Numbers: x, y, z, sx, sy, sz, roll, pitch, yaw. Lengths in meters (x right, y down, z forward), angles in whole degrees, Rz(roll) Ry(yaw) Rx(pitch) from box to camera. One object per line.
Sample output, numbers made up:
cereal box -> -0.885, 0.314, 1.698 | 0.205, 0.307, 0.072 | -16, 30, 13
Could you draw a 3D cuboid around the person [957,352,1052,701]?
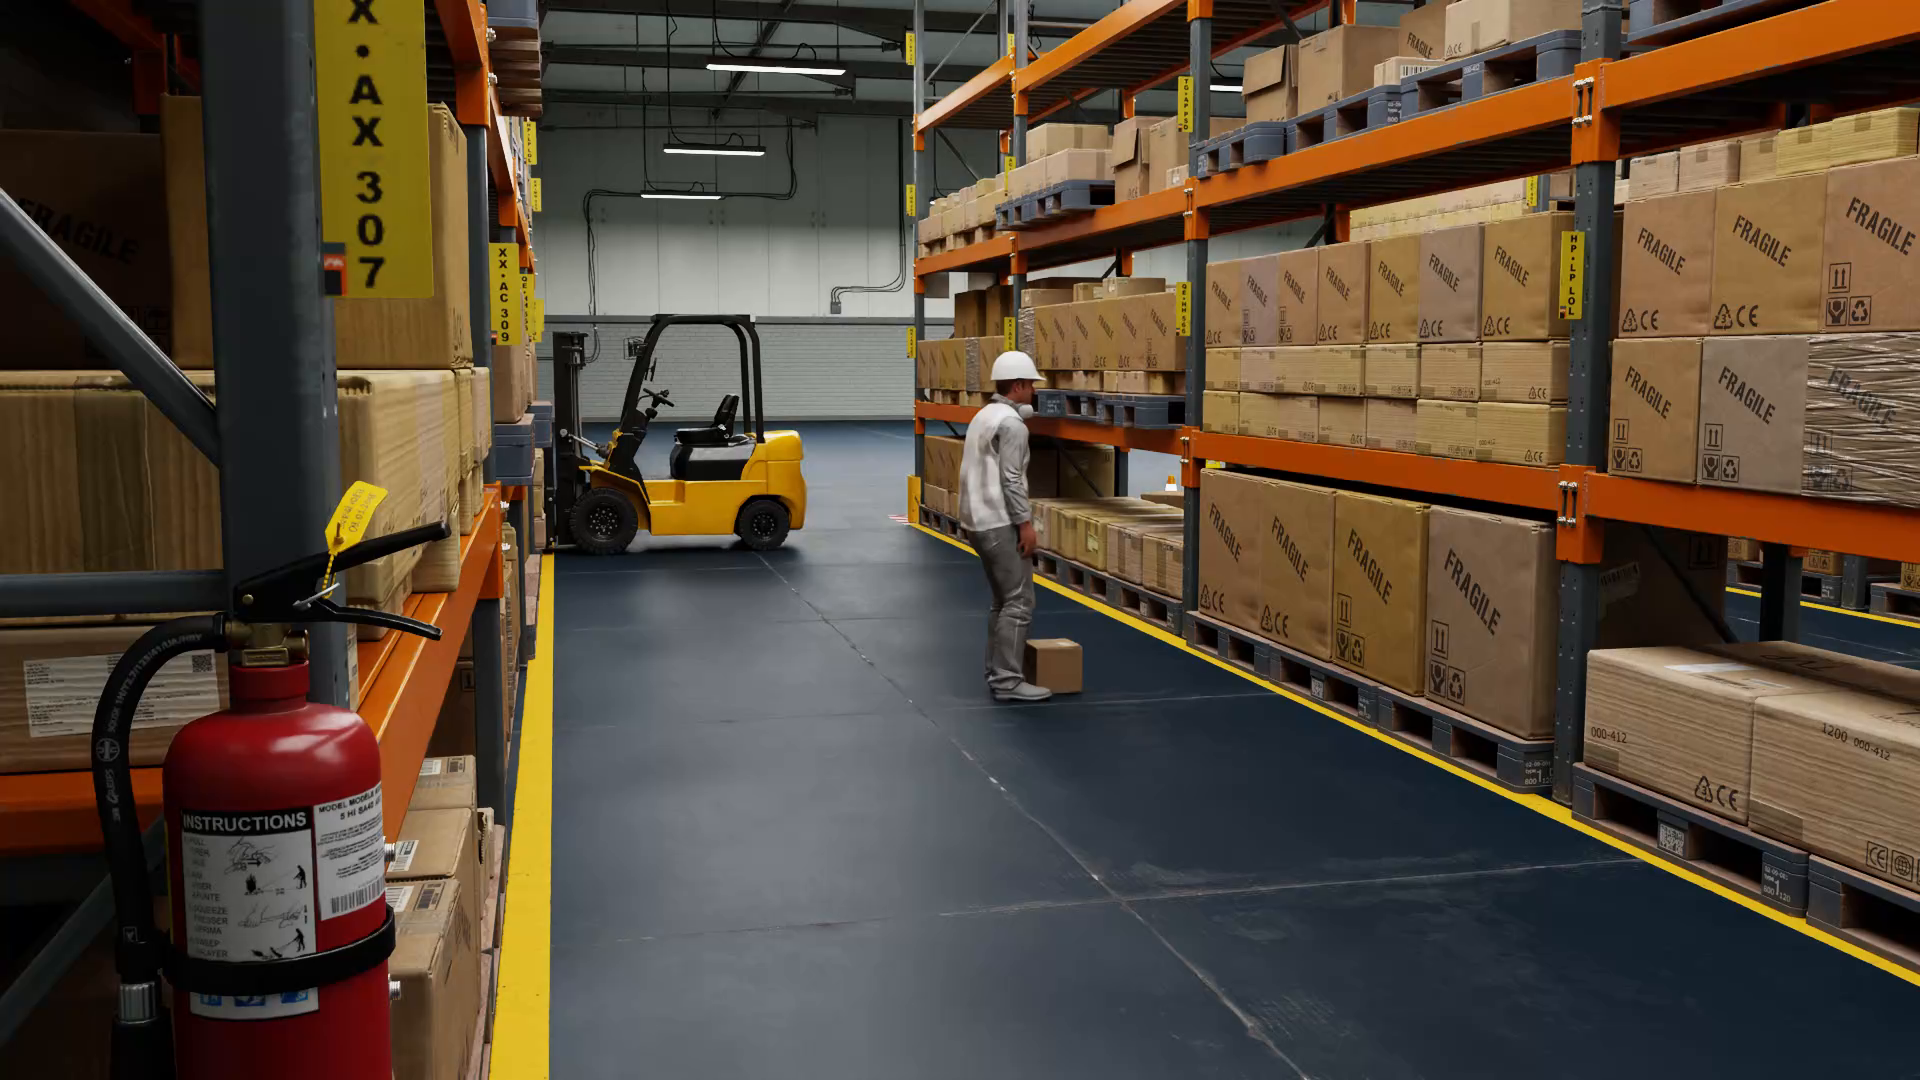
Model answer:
person -> 0.234, -0.082, 8.592 | 0.474, 1.771, 0.572 | -2, 6, -16
